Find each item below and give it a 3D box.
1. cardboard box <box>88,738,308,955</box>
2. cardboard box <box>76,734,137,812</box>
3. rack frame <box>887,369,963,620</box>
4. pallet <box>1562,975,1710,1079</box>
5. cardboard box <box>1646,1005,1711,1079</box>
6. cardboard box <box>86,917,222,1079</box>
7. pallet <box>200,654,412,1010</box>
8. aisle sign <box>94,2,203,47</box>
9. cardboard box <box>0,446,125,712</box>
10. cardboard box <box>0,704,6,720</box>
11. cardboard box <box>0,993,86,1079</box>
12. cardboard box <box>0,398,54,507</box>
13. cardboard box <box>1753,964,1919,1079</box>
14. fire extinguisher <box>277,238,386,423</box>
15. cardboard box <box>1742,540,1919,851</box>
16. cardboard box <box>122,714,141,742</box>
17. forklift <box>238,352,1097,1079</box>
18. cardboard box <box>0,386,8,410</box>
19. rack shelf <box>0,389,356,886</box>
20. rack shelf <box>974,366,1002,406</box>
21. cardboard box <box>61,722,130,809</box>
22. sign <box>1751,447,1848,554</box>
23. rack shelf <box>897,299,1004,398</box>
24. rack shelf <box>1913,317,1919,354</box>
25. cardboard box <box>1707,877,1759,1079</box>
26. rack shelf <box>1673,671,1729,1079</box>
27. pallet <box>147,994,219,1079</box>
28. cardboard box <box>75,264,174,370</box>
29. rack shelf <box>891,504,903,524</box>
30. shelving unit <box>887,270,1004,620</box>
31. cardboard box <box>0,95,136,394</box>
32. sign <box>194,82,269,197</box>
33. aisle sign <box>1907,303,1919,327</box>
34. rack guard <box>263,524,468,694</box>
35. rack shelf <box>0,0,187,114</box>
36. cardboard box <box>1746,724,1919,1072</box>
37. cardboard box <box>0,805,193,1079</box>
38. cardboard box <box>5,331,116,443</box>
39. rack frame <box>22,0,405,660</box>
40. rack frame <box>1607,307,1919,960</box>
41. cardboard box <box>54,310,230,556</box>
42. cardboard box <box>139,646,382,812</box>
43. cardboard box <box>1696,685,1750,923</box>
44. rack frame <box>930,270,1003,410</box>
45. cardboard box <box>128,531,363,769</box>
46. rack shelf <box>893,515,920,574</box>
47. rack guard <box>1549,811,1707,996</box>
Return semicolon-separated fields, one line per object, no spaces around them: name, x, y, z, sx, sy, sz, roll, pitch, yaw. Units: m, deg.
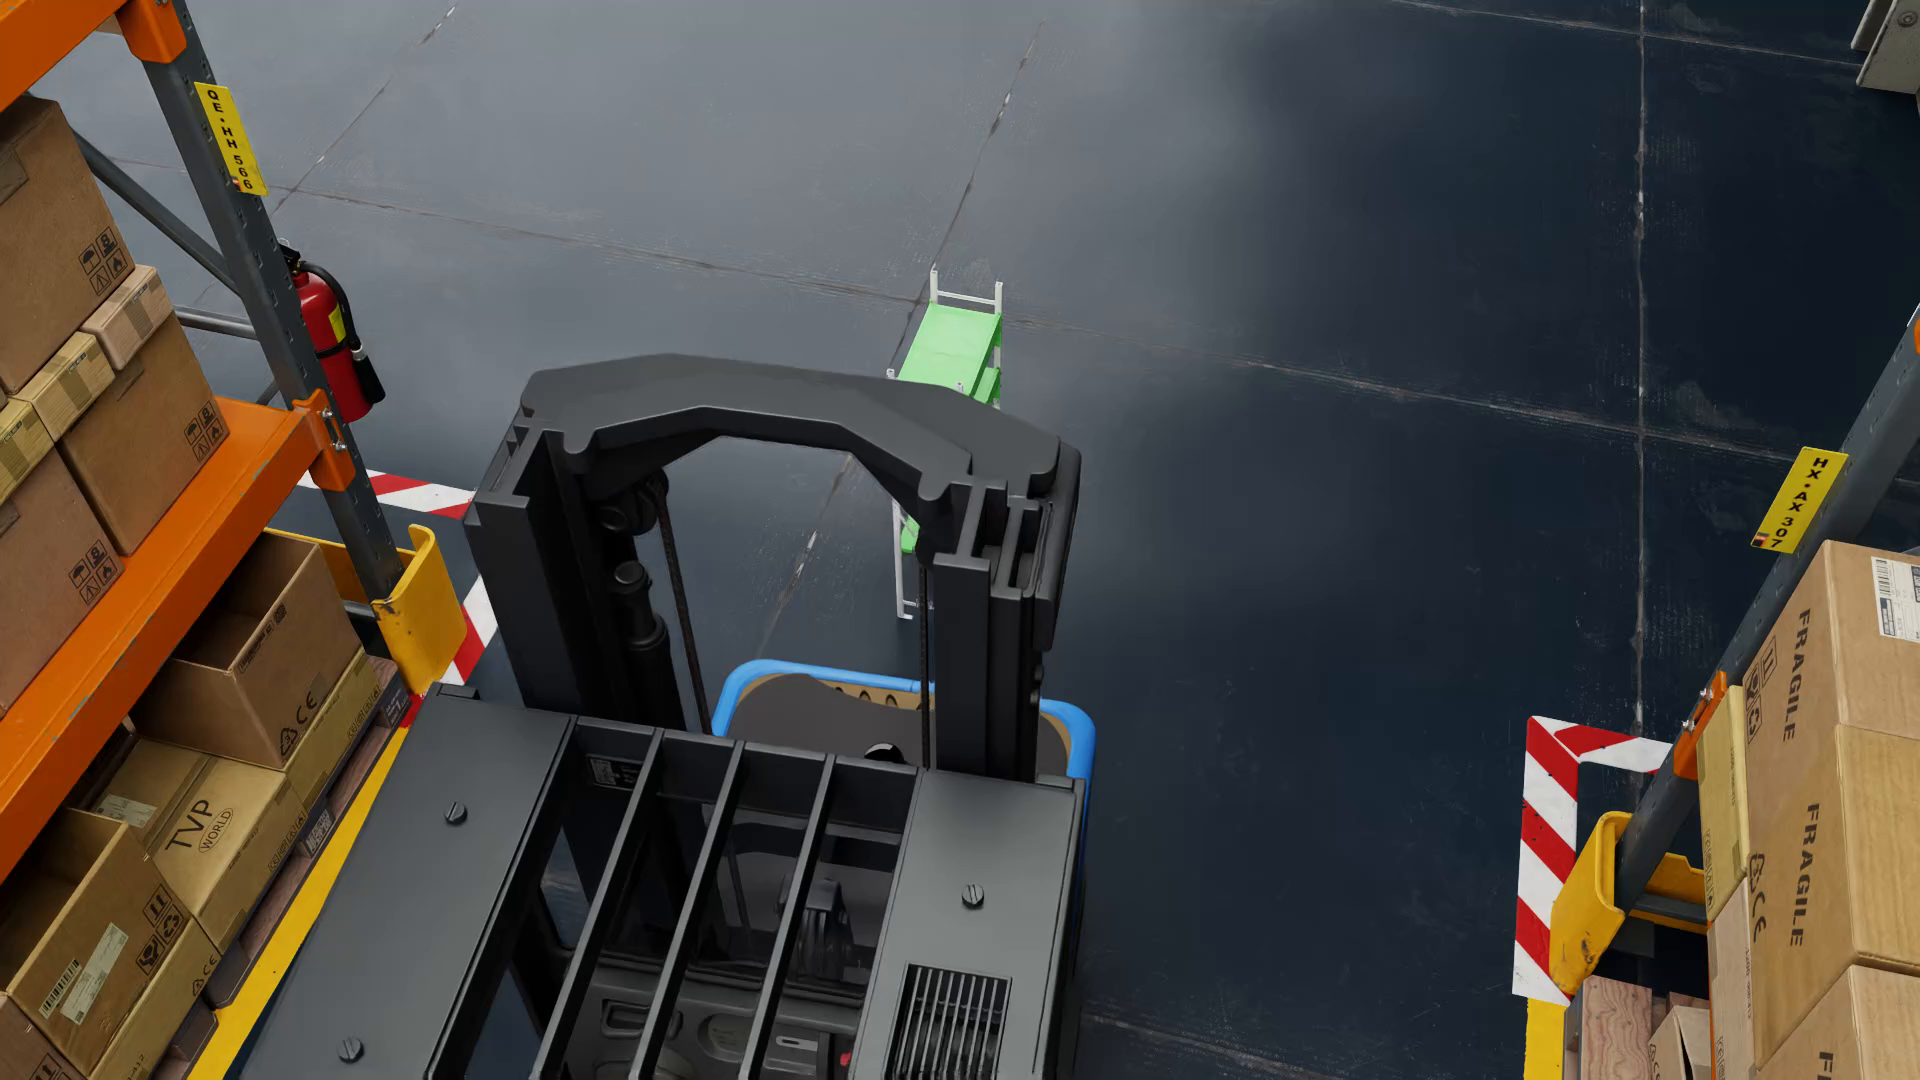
cardboard box;-2.341;0.914;4.997;0.500;0.250;0.500;12;50;10
cardboard box;-2.849;0.810;5.088;0.500;0.250;0.500;12;50;10
rack frame;-0.108;-0.101;5.539;0.240;1.200;0.015;12;50;10
pallet;2.147;1.866;4.462;1.003;0.211;1.213;12;50;10
cardboard box;2.146;1.535;4.395;0.500;0.311;0.500;7;49;6
cardboard box;-2.471;1.276;4.677;0.500;0.250;0.500;12;50;10
pallet;-2.526;0.817;5.388;1.003;0.211;1.213;12;50;10
aisle sign;-2.064;-1.517;3.854;0.394;0.787;0.004;12;50;10
cardboard box;-2.634;0.016;4.169;0.700;0.500;0.500;13;50;11
cardboard box;-2.770;0.374;3.853;0.700;0.500;0.500;12;50;10
cardboard box;-2.601;1.390;4.076;0.500;0.500;0.500;12;50;10
cardboard box;-2.416;-0.226;3.950;0.380;0.149;0.250;11;49;9
cardboard box;1.718;1.117;2.850;0.500;0.500;0.500;10;49;9
fire extinguisher;-1.886;-0.635;4.862;0.296;0.674;0.183;12;50;10
cardboard box;2.000;0.389;3.493;0.500;0.500;0.500;12;50;10
cardboard box;-2.721;0.448;5.408;0.500;0.250;0.500;12;50;10
forklift;-0.388;1.208;3.229;1.130;2.935;3.031;8;49;7
cardboard box;-2.647;-0.375;3.648;0.700;0.500;0.500;10;49;9
rack shelf;-2.891;1.018;3.831;1.077;0.370;4.000;12;50;10
rack shelf;-0.044;-0.394;5.562;0.258;0.148;0.480;12;50;10
cardboard box;-2.850;0.562;4.807;0.500;0.500;0.500;12;50;10
sign;1.892;-0.086;3.748;0.100;0.325;0.005;12;50;10
rack shelf;-0.044;-0.553;5.383;0.258;0.148;0.480;12;50;10
rack shelf;1.889;1.000;1.846;1.077;0.370;4.000;12;50;10
cardboard box;1.857;1.019;3.436;0.500;0.250;0.500;10;49;9
rack shelf;1.889;1.992;2.971;1.077;0.370;4.000;12;50;10
pallet;-2.849;1.697;4.612;1.003;0.211;1.213;12;50;10
cardboard box;-2.282;-0.601;4.280;0.380;0.149;0.250;11;49;9
rack shelf;-0.044;-0.235;5.742;0.258;0.148;0.480;12;50;10
shelving unit;-0.044;-0.277;5.694;0.258;1.200;0.503;12;50;10
cardboard box;-2.514;-0.756;3.985;0.700;0.500;0.500;12;50;10
sign;-1.845;-1.012;4.212;0.100;0.325;0.005;12;50;10
aisle sign;2.145;-0.664;3.101;0.394;0.787;0.004;12;50;10
rack guard;-2.359;0.143;5.791;1.175;0.500;0.348;12;50;10
rack shelf;-2.891;0.025;2.706;1.077;0.370;4.000;12;50;10
cardboard box;1.860;0.744;3.179;0.500;0.500;0.500;12;50;10
cardboard box;-2.468;1.028;4.395;0.500;0.500;0.500;12;50;10
cardboard box;-2.349;-0.411;4.113;0.380;0.149;0.250;13;50;11
rack frame;-2.365;-0.667;4.838;1.000;3.000;0.127;12;50;10
rack frame;2.415;0.308;3.978;1.000;3.000;0.127;12;50;10
cardboard box;-2.500;-0.365;4.505;0.700;0.500;0.500;12;50;10
cardboard box;-2.221;0.550;5.318;0.500;0.250;0.500;12;50;10
cardboard box;1.980;0.641;3.770;0.500;0.250;0.500;10;49;9
rack frame;0.021;-0.454;5.850;0.240;1.200;0.015;12;50;10
cardboard box;-2.219;0.302;5.036;0.500;0.500;0.500;12;50;10
rack shelf;-0.044;-0.076;5.922;0.258;0.148;0.480;12;50;10
rack guard;2.395;1.190;4.866;1.175;0.500;0.348;12;50;10
